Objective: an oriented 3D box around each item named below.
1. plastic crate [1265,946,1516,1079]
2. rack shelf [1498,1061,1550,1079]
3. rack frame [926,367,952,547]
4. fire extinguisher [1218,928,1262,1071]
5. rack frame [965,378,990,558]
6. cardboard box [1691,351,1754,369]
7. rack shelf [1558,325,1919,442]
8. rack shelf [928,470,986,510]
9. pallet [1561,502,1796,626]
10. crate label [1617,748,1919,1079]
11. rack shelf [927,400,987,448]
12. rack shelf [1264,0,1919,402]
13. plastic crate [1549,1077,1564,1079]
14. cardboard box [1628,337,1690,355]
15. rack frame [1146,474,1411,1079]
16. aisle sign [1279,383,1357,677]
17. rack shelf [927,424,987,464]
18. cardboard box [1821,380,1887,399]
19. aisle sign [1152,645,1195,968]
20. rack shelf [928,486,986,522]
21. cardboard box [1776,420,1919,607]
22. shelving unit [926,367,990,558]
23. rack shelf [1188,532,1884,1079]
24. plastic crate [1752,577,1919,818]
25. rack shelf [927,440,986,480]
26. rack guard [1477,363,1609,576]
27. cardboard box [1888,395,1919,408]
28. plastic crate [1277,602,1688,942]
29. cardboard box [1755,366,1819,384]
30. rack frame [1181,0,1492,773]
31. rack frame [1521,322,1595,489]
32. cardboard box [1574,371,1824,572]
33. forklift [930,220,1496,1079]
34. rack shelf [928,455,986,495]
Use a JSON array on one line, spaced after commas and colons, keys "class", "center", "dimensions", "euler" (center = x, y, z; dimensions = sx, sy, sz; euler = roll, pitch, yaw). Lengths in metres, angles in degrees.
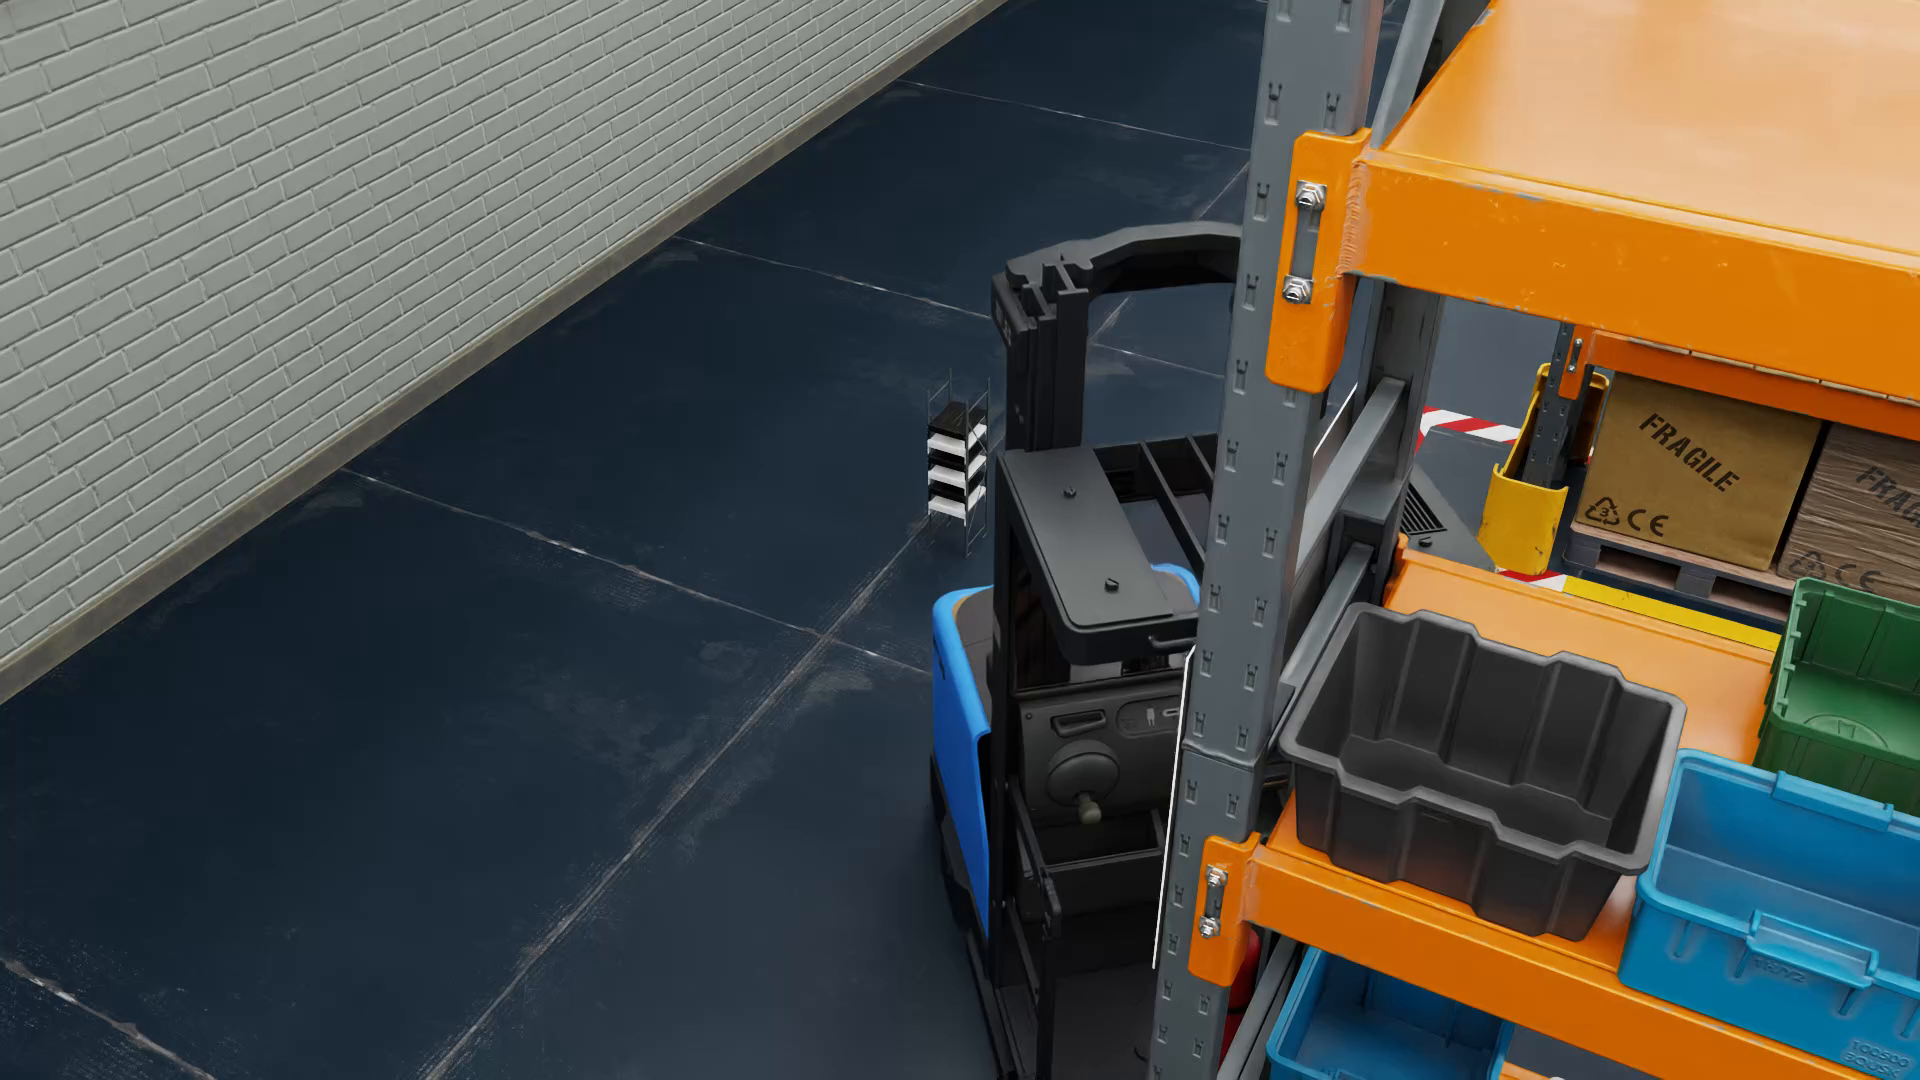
[{"class": "plastic crate", "center": [1.045, 1.253, 4.040], "dimensions": [0.499, 0.435, 0.616], "euler": [17, 41, 21]}, {"class": "rack shelf", "center": [2.438, 2.141, 3.544], "dimensions": [4.000, 0.370, 1.077], "euler": [17, 41, 21]}, {"class": "rack frame", "center": [-0.097, -0.389, 8.018], "dimensions": [0.006, 0.900, 0.240], "euler": [17, 41, 21]}, {"class": "fire extinguisher", "center": [0.737, 1.191, 4.572], "dimensions": [0.183, 0.674, 0.296], "euler": [17, 41, 21]}, {"class": "rack frame", "center": [0.083, -0.332, 7.944], "dimensions": [0.006, 0.900, 0.240], "euler": [17, 41, 21]}, {"class": "cardboard box", "center": [3.331, -0.915, 7.182], "dimensions": [0.250, 0.149, 0.380], "euler": [17, 40, 21]}, {"class": "rack shelf", "center": [4.715, -0.519, 7.047], "dimensions": [4.000, 0.370, 1.077], "euler": [17, 41, 21]}, {"class": "rack shelf", "center": [-0.007, -0.262, 8.055], "dimensions": [0.200, 0.077, 0.258], "euler": [17, 41, 21]}, {"class": "pallet", "center": [3.685, -0.070, 8.168], "dimensions": [1.213, 0.211, 1.003], "euler": [17, 41, 21]}, {"class": "crate label", "center": [1.332, 0.592, 2.631], "dimensions": [0.502, 0.251, 0.408], "euler": [17, 41, 21]}, {"class": "rack shelf", "center": [-0.007, -0.549, 7.838], "dimensions": [0.200, 0.077, 0.258], "euler": [17, 41, 21]}, {"class": "rack shelf", "center": [2.438, -0.090, 1.851], "dimensions": [4.000, 0.370, 1.077], "euler": [17, 41, 21]}, {"class": "plastic crate", "center": [1.469, 1.509, 3.950], "dimensions": [0.243, 0.136, 0.396], "euler": [17, 41, 21]}, {"class": "cardboard box", "center": [3.103, -0.985, 7.275], "dimensions": [0.250, 0.149, 0.380], "euler": [18, 41, 22]}, {"class": "rack frame", "center": [0.662, 1.298, 4.059], "dimensions": [0.127, 3.000, 1.000], "euler": [17, 41, 21]}, {"class": "aisle sign", "center": [0.733, 0.085, 3.507], "dimensions": [0.004, 0.787, 0.394], "euler": [17, 41, 21]}, {"class": "rack shelf", "center": [-0.007, -0.478, 7.892], "dimensions": [0.200, 0.077, 0.258], "euler": [17, 41, 21]}, {"class": "cardboard box", "center": [3.791, -0.772, 6.994], "dimensions": [0.250, 0.149, 0.380], "euler": [17, 40, 21]}, {"class": "aisle sign", "center": [0.461, 0.402, 3.089], "dimensions": [0.004, 0.787, 0.394], "euler": [17, 41, 21]}, {"class": "rack shelf", "center": [-0.007, -0.191, 8.110], "dimensions": [0.200, 0.077, 0.258], "euler": [17, 41, 21]}, {"class": "cardboard box", "center": [4.353, -0.294, 7.567], "dimensions": [0.875, 0.875, 0.875], "euler": [17, 41, 21]}, {"class": "shelving unit", "center": [-0.007, -0.361, 7.981], "dimensions": [0.210, 0.900, 0.258], "euler": [17, 41, 21]}, {"class": "rack shelf", "center": [2.438, 0.946, 2.637], "dimensions": [4.000, 0.370, 1.077], "euler": [17, 41, 21]}, {"class": "plastic crate", "center": [1.669, 0.309, 3.057], "dimensions": [0.336, 0.188, 0.450], "euler": [17, 41, 21]}, {"class": "rack shelf", "center": [-0.007, -0.406, 7.947], "dimensions": [0.200, 0.077, 0.258], "euler": [17, 41, 21]}, {"class": "rack guard", "center": [2.918, -0.372, 8.327], "dimensions": [0.348, 0.500, 1.175], "euler": [17, 41, 21]}, {"class": "cardboard box", "center": [4.016, -0.701, 6.900], "dimensions": [0.250, 0.149, 0.380], "euler": [17, 40, 21]}, {"class": "plastic crate", "center": [0.875, 0.412, 2.854], "dimensions": [0.590, 0.269, 0.497], "euler": [17, 41, 21]}, {"class": "cardboard box", "center": [3.559, -0.844, 7.088], "dimensions": [0.250, 0.149, 0.380], "euler": [16, 40, 20]}, {"class": "rack frame", "center": [0.662, -1.092, 2.245], "dimensions": [0.127, 3.000, 1.000], "euler": [17, 41, 21]}, {"class": "rack frame", "center": [2.939, -1.361, 7.562], "dimensions": [0.127, 3.000, 1.000], "euler": [17, 41, 21]}, {"class": "cardboard box", "center": [3.545, -0.547, 7.900], "dimensions": [0.875, 0.875, 0.875], "euler": [17, 41, 21]}, {"class": "forklift", "center": [0.688, 0.694, 4.911], "dimensions": [1.130, 2.935, 3.031], "euler": [-7, 38, -10]}, {"class": "rack shelf", "center": [-0.007, -0.334, 8.001], "dimensions": [0.200, 0.077, 0.258], "euler": [17, 41, 21]}]
